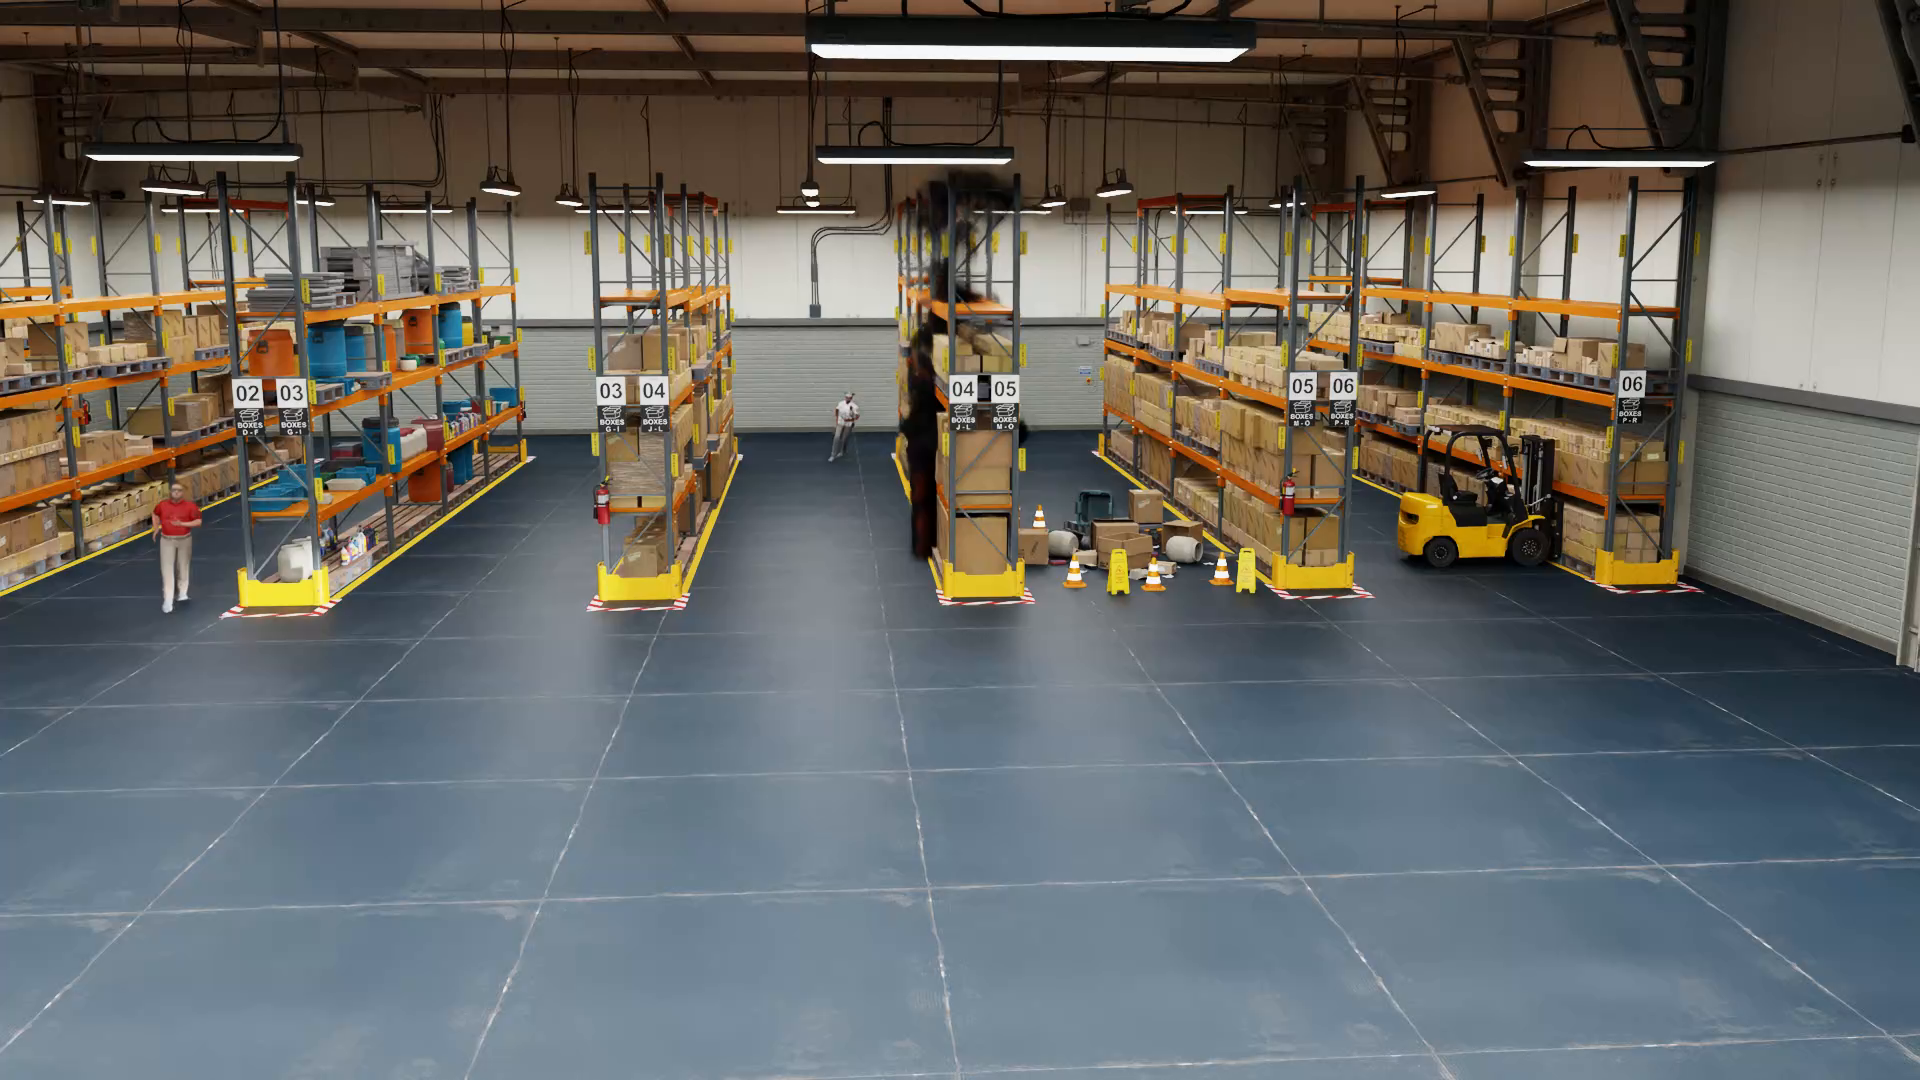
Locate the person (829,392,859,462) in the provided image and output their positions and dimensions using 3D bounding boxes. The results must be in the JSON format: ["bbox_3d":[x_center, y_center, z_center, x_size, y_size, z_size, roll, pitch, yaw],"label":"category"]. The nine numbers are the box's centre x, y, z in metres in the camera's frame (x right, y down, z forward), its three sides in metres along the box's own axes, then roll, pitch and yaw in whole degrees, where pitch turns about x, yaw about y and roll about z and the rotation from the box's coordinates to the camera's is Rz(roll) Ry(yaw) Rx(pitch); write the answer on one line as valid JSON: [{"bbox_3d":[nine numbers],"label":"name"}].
[{"bbox_3d":[-2.711,-2.710,39.370,0.682,1.636,0.890,1,10,8],"label":"person"}]

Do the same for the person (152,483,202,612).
[{"bbox_3d":[-10.916,0.063,23.225,0.641,1.724,0.920,-4,11,-22],"label":"person"}]
